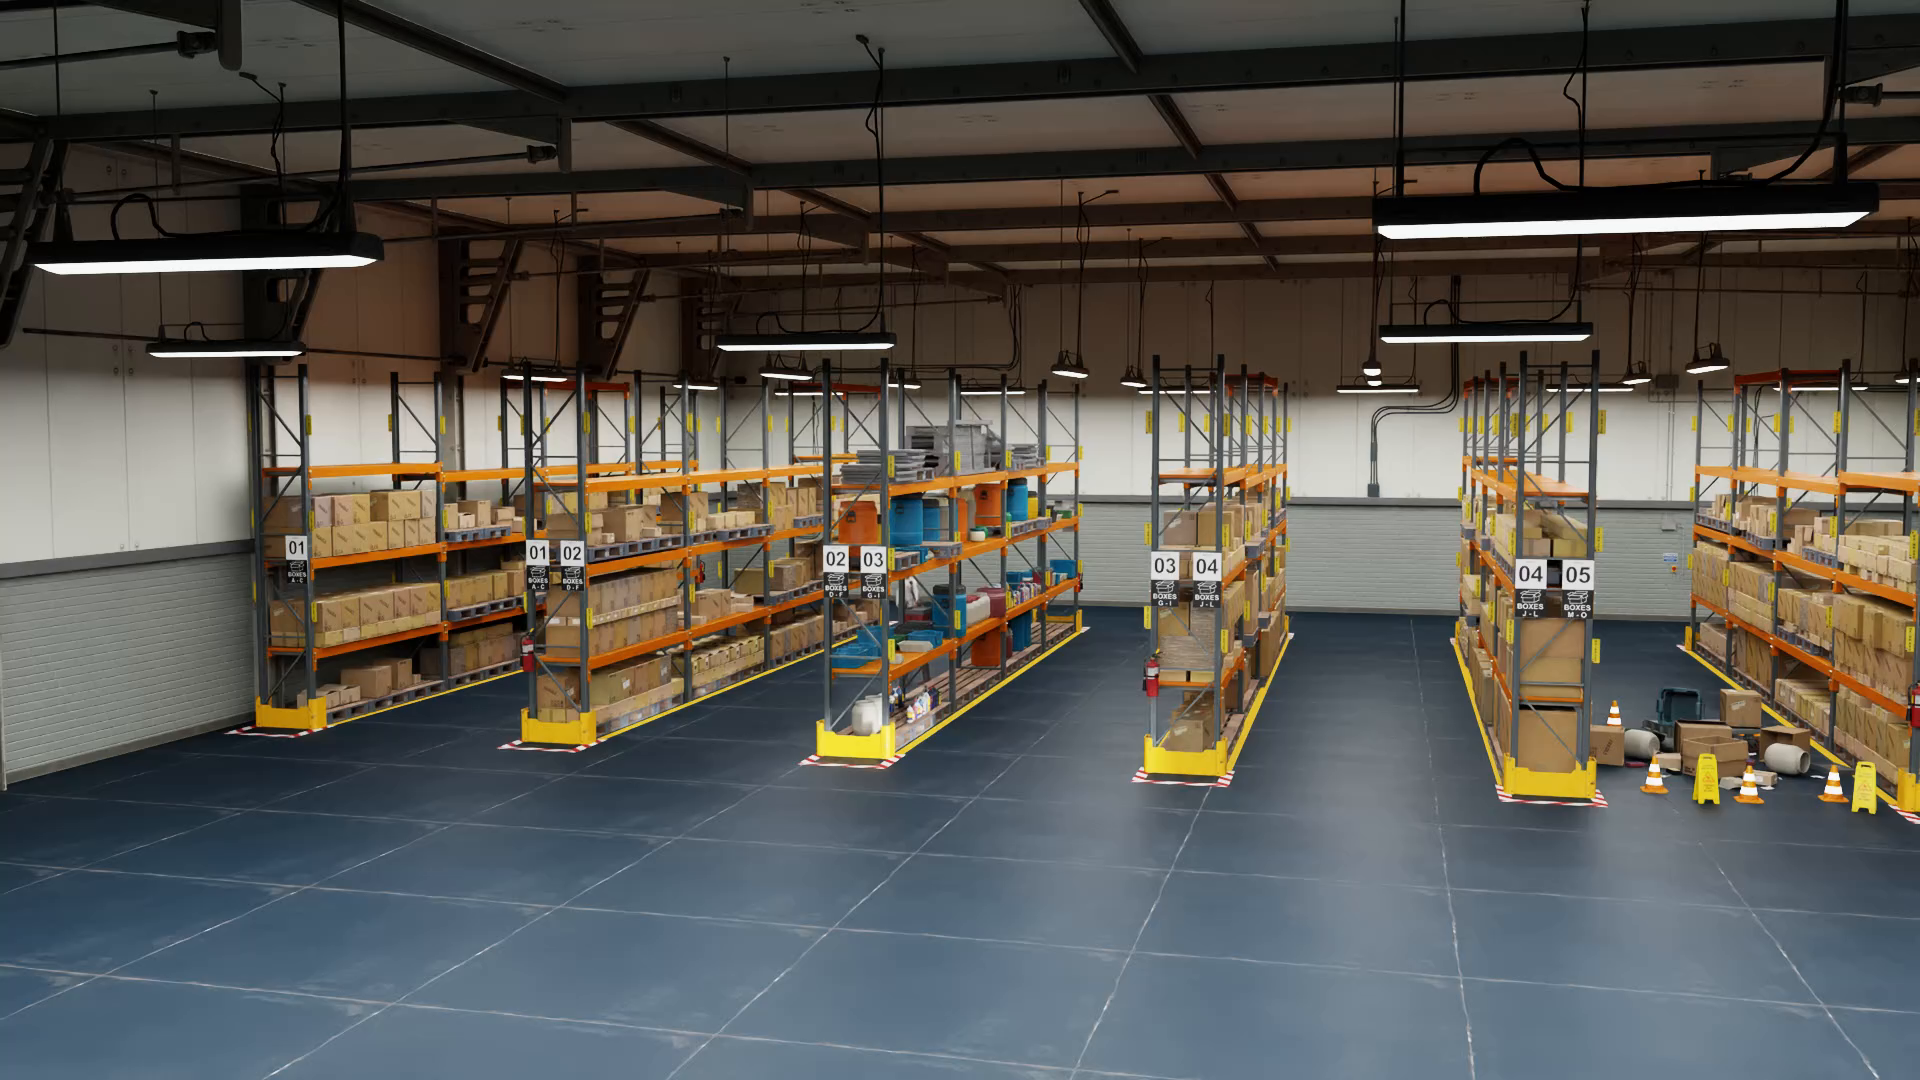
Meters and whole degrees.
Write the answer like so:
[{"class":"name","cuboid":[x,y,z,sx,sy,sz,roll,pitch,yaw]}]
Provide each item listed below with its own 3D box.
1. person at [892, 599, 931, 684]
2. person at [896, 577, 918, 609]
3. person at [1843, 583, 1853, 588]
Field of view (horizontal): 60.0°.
[{"class":"person","cuboid":[-0.900,1.964,32.227,0.681,1.660,0.574,3,5,34]},{"class":"person","cuboid":[-1.258,1.433,39.692,0.493,1.617,1.049,1,4,14]},{"class":"person","cuboid":[19.225,1.679,35.808,0.563,1.799,0.612,-2,5,-31]}]
